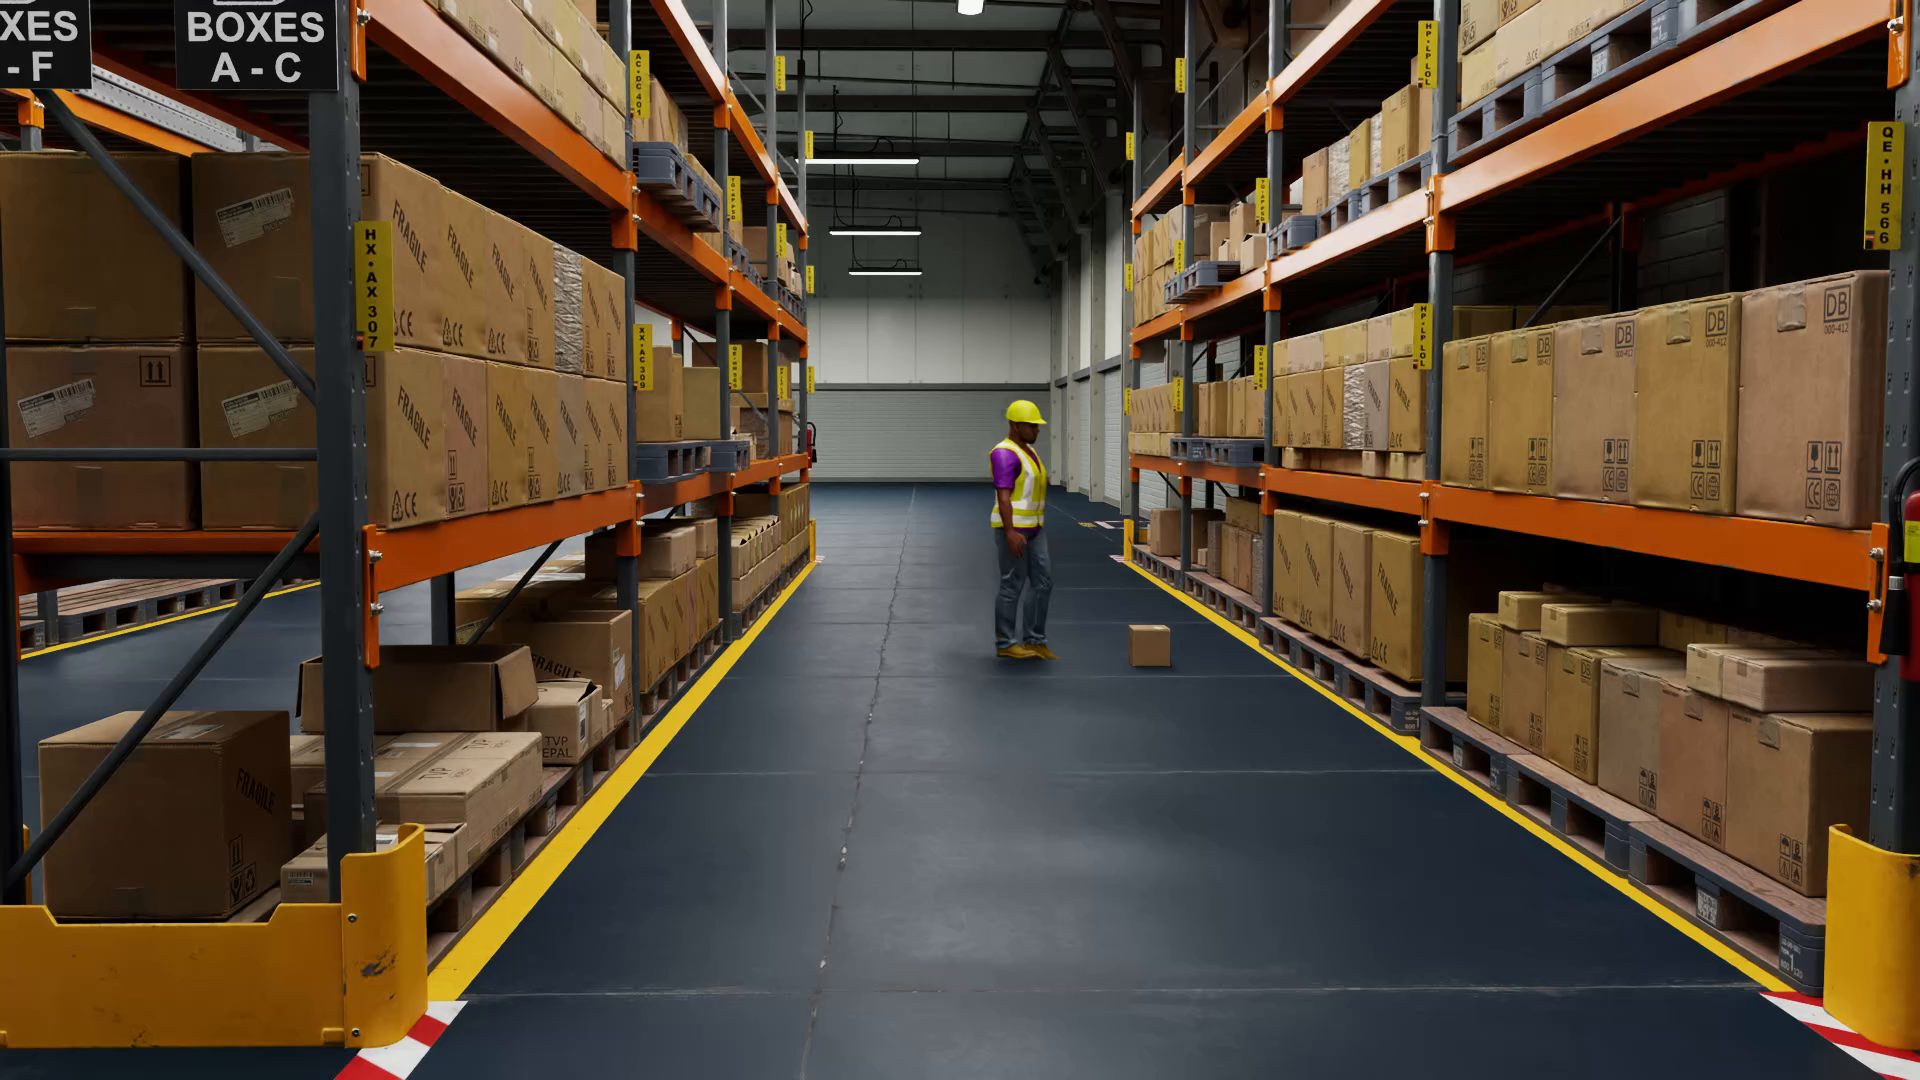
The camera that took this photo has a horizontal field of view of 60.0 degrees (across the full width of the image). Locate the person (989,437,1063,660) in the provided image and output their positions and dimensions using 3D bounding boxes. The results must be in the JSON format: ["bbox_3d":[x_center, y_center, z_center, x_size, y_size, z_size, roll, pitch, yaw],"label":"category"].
[{"bbox_3d":[-8.191,-1.031,15.739,19.833,3.238,0.516,2,4,27],"label":"person"}]
